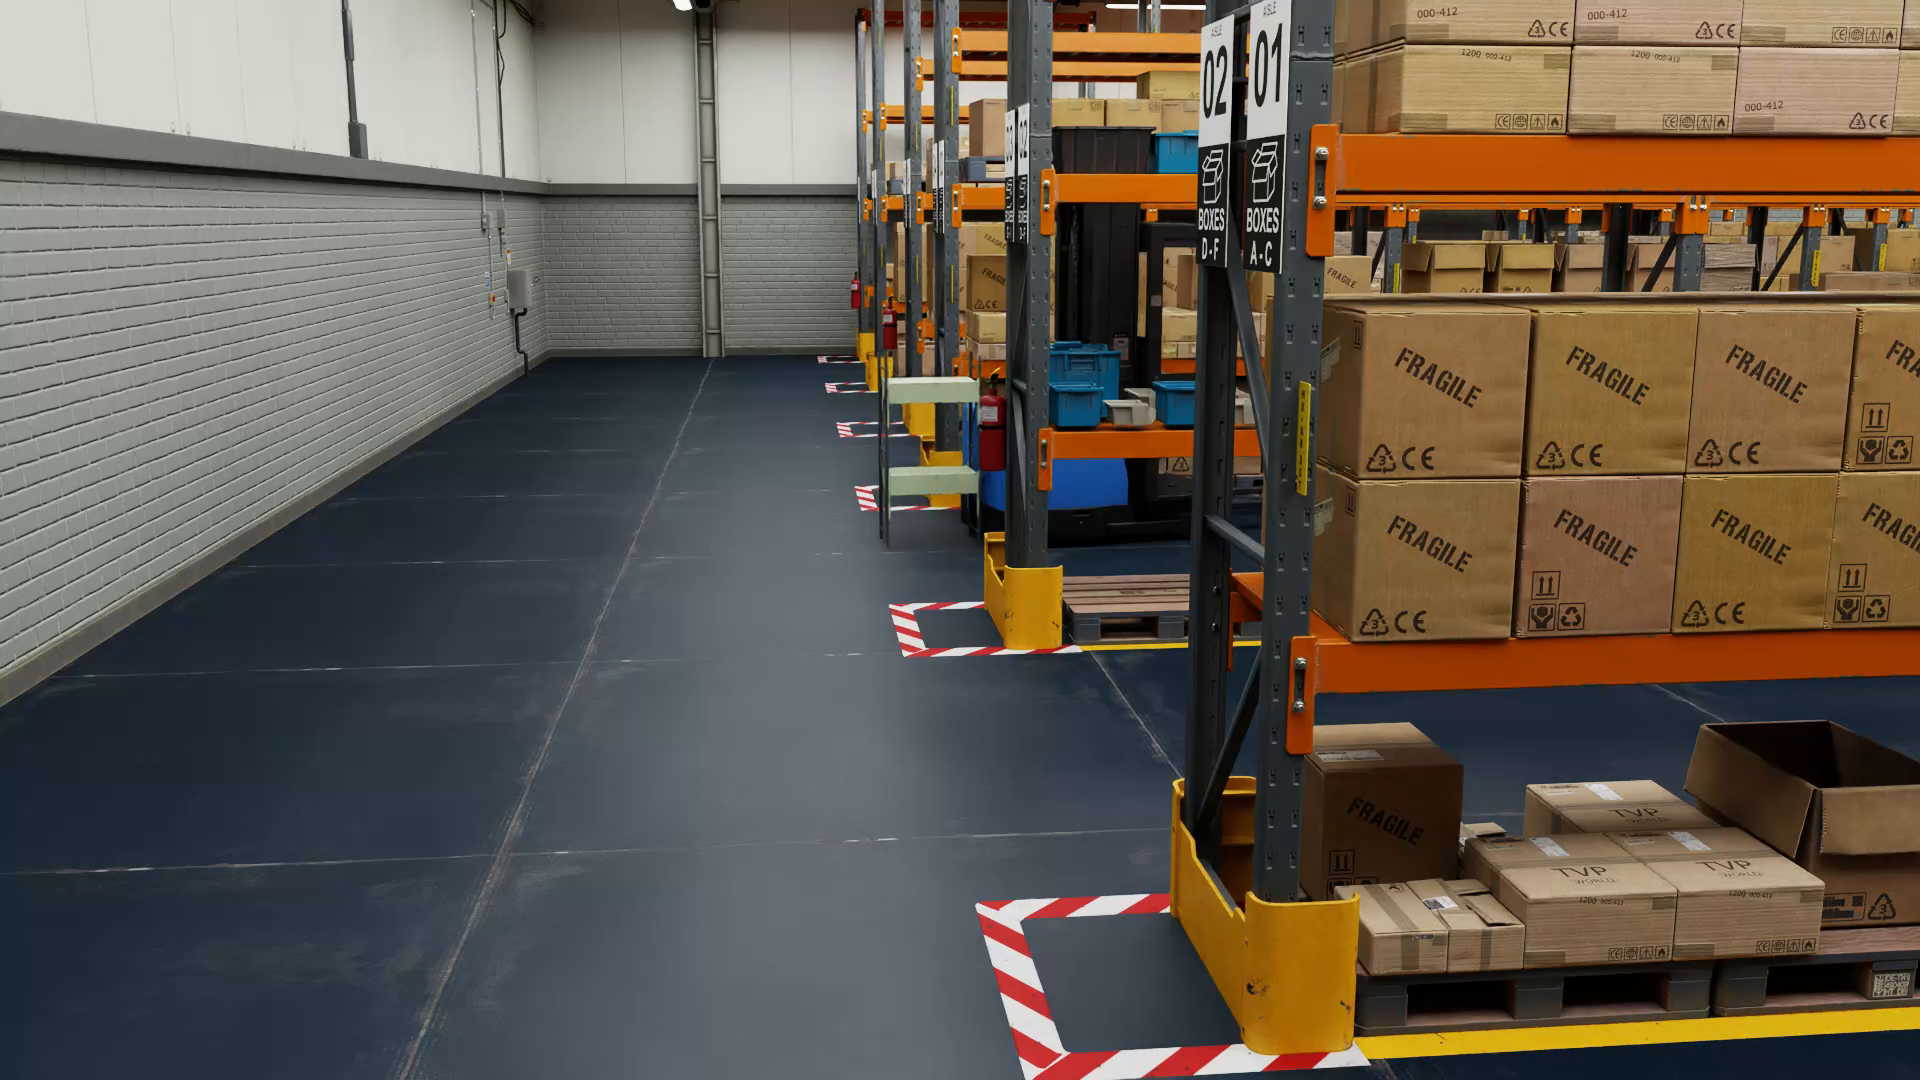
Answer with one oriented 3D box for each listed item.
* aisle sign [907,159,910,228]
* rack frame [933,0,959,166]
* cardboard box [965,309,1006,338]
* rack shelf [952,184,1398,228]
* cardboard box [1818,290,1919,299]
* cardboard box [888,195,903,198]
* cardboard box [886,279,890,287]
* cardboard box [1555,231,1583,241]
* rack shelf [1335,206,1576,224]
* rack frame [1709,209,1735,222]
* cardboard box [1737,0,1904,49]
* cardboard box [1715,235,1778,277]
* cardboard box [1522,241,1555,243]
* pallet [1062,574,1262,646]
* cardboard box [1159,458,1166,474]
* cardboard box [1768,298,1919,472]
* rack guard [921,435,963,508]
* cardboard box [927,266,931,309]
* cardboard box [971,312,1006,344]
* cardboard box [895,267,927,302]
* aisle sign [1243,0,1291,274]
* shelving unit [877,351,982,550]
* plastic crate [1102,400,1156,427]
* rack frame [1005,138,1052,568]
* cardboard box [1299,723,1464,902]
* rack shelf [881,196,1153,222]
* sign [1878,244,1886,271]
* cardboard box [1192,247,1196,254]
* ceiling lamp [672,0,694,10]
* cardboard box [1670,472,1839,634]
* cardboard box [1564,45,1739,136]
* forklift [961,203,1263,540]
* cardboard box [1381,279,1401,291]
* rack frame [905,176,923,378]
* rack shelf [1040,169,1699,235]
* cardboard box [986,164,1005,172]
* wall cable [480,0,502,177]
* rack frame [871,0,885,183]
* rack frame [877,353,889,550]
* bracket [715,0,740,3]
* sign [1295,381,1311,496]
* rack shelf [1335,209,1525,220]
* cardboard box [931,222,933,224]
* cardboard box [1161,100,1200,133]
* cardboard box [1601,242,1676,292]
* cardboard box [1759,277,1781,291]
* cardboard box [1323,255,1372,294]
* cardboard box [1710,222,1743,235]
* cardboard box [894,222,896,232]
[{"bbox_3d":[-0.599,-4.046,19.434,0.004,0.787,0.394,-1,11,-6],"label":"aisle sign"},{"bbox_3d":[-0.124,-4.820,14.557,0.127,3.000,1.000,-1,11,-6],"label":"rack frame"},{"bbox_3d":[0.329,-2.010,15.432,0.500,0.250,0.500,-1,11,-7],"label":"cardboard box"},{"bbox_3d":[1.864,-3.037,15.128,4.000,0.370,1.077,-1,11,-6],"label":"rack shelf"},{"bbox_3d":[3.396,-0.622,5.905,0.500,0.500,0.500,-2,11,-8],"label":"cardboard box"},{"bbox_3d":[-1.134,-6.050,29.239,0.250,0.149,0.380,-1,11,-5],"label":"cardboard box"},{"bbox_3d":[-1.377,-4.559,29.436,0.250,0.149,0.380,-1,11,-7],"label":"cardboard box"},{"bbox_3d":[9.347,-4.666,25.526,0.250,0.149,0.380,-2,11,-9],"label":"cardboard box"},{"bbox_3d":[5.406,-4.073,20.400,4.000,0.370,1.077,-1,11,-6],"label":"rack shelf"},{"bbox_3d":[14.173,-5.062,31.340,0.127,3.000,1.000,-1,11,-6],"label":"rack frame"},{"bbox_3d":[2.475,-1.601,5.055,0.500,0.250,0.500,-1,11,-6],"label":"cardboard box"},{"bbox_3d":[9.864,-3.586,20.982,0.500,0.500,0.700,-1,11,-6],"label":"cardboard box"},{"bbox_3d":[8.774,-4.343,25.564,0.500,0.500,0.500,-2,11,-8],"label":"cardboard box"},{"bbox_3d":[1.235,0.432,10.623,1.213,0.211,1.003,-1,11,-6],"label":"pallet"},{"bbox_3d":[1.408,-1.087,15.542,0.875,0.875,0.875,-1,11,-6],"label":"cardboard box"},{"bbox_3d":[2.934,-0.507,5.321,0.500,0.500,0.500,-1,11,-7],"label":"cardboard box"},{"bbox_3d":[-0.148,-0.649,15.374,0.348,0.500,1.175,-1,11,-6],"label":"rack guard"},{"bbox_3d":[-0.140,-3.083,20.245,0.500,0.500,0.500,-1,11,-5],"label":"cardboard box"},{"bbox_3d":[0.382,-1.907,14.909,0.500,0.250,0.500,-2,11,-8],"label":"cardboard box"},{"bbox_3d":[-0.686,-3.781,24.564,0.500,0.500,0.500,-1,11,-7],"label":"cardboard box"},{"bbox_3d":[0.906,-1.194,4.927,0.004,0.787,0.394,-1,11,-6],"label":"aisle sign"},{"bbox_3d":[-0.241,-0.712,13.100,0.755,1.500,0.431,-2,11,-11],"label":"shelving unit"},{"bbox_3d":[1.020,-0.759,9.982,0.298,0.136,0.250,-1,11,-6],"label":"plastic crate"},{"bbox_3d":[0.411,-0.926,10.304,0.127,3.000,1.000,-1,11,-6],"label":"rack frame"},{"bbox_3d":[1.456,0.976,5.968,0.500,0.500,0.500,-1,11,-6],"label":"cardboard box"},{"bbox_3d":[0.794,-4.937,24.795,4.000,0.370,1.077,-1,11,-6],"label":"rack shelf"},{"bbox_3d":[11.439,-3.505,20.624,0.005,0.325,0.100,-1,11,-6],"label":"sign"},{"bbox_3d":[2.979,-3.537,19.960,0.500,0.500,0.500,-2,11,-8],"label":"cardboard box"},{"bbox_3d":[-4.147,-10.034,25.947,0.800,3.185,2.000,-1,11,-6],"label":"ceiling lamp"},{"bbox_3d":[2.423,-0.006,5.362,0.500,0.500,0.500,-1,11,-6],"label":"cardboard box"},{"bbox_3d":[1.979,-1.344,5.044,0.500,0.250,0.500,-1,11,-6],"label":"cardboard box"},{"bbox_3d":[1.580,-1.539,13.599,3.031,2.935,1.130,-4,12,-20],"label":"forklift"},{"bbox_3d":[5.163,-3.090,20.100,0.250,0.149,0.380,-1,11,-7],"label":"cardboard box"},{"bbox_3d":[-0.559,-2.829,19.985,0.127,3.000,1.000,-1,11,-6],"label":"rack frame"},{"bbox_3d":[2.399,-2.087,10.296,4.000,0.370,1.077,-1,11,-6],"label":"rack shelf"},{"bbox_3d":[0.424,-4.443,19.511,0.500,0.250,0.500,-1,11,-7],"label":"cardboard box"},{"bbox_3d":[-6.897,-6.692,24.080,0.029,3.000,2.355,-1,11,-6],"label":"wall cable"},{"bbox_3d":[-1.194,-6.720,24.224,0.127,3.000,1.000,-1,11,-6],"label":"rack frame"},{"bbox_3d":[-0.600,-0.698,13.031,0.023,1.500,0.400,-2,11,-11],"label":"rack frame"},{"bbox_3d":[-4.061,-9.496,29.009,0.430,0.232,0.235,-1,11,-6],"label":"bracket"},{"bbox_3d":[1.001,-0.297,4.859,0.005,0.325,0.100,-1,11,-6],"label":"sign"},{"bbox_3d":[8.208,-6.056,30.484,4.000,0.370,1.077,-1,11,-6],"label":"rack shelf"},{"bbox_3d":[-0.288,-4.591,24.414,0.250,0.149,0.380,-1,11,-4],"label":"cardboard box"},{"bbox_3d":[2.011,-3.714,15.099,0.500,0.500,0.700,-1,11,-4],"label":"cardboard box"},{"bbox_3d":[6.453,-2.559,15.749,0.637,0.503,0.797,-1,11,-5],"label":"cardboard box"},{"bbox_3d":[9.876,-3.045,20.823,0.500,0.500,0.500,-1,11,-5],"label":"cardboard box"},{"bbox_3d":[3.425,-2.339,15.163,0.500,0.500,0.500,-1,11,-4],"label":"cardboard box"},{"bbox_3d":[11.707,-4.686,25.807,0.500,0.500,0.700,-1,11,-6],"label":"cardboard box"},{"bbox_3d":[-0.859,-4.681,24.867,0.250,0.149,0.380,-1,11,-5],"label":"cardboard box"}]
